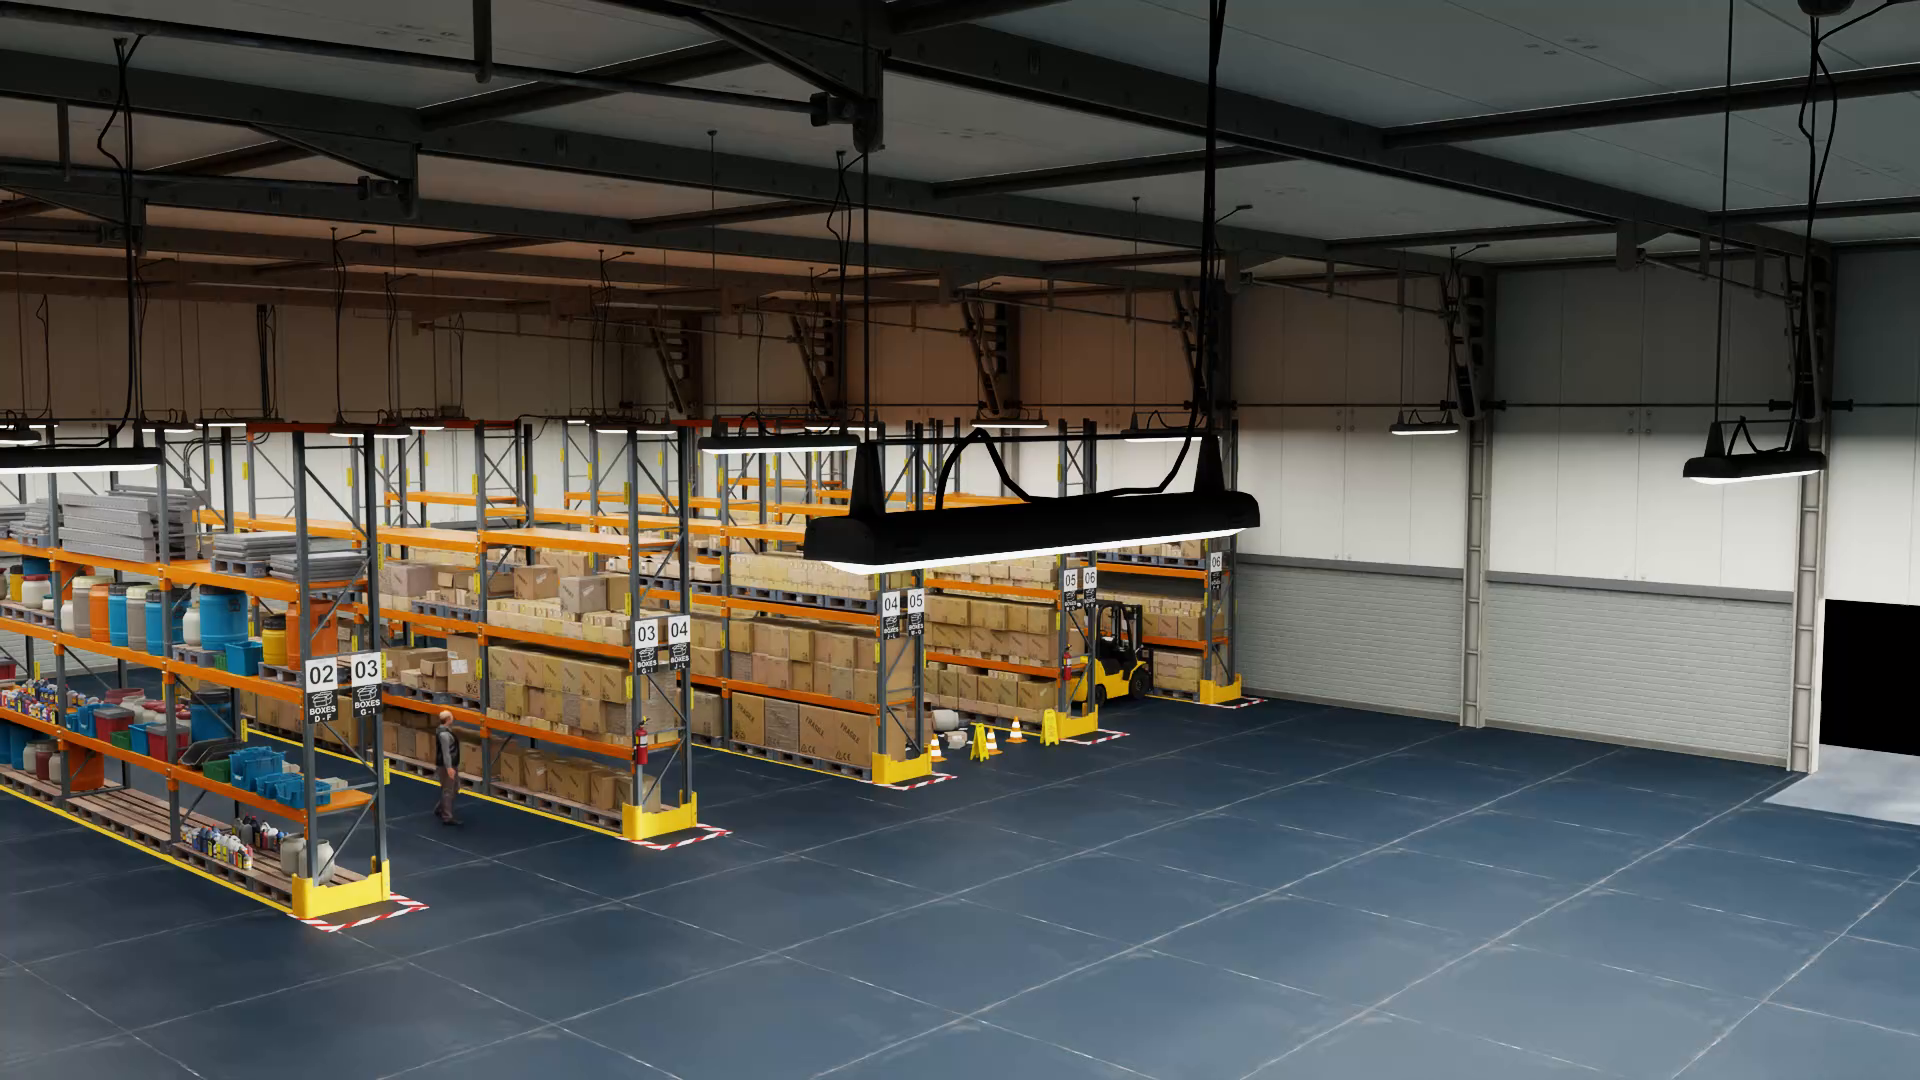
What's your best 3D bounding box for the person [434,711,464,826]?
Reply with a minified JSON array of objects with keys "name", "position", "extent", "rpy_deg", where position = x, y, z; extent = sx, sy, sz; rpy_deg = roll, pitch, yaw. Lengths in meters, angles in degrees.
[{"name":"person","position":[-7.741,3.431,25.088],"extent":[0.474,1.736,0.599],"rpy_deg":[-1,5,-10]}]
